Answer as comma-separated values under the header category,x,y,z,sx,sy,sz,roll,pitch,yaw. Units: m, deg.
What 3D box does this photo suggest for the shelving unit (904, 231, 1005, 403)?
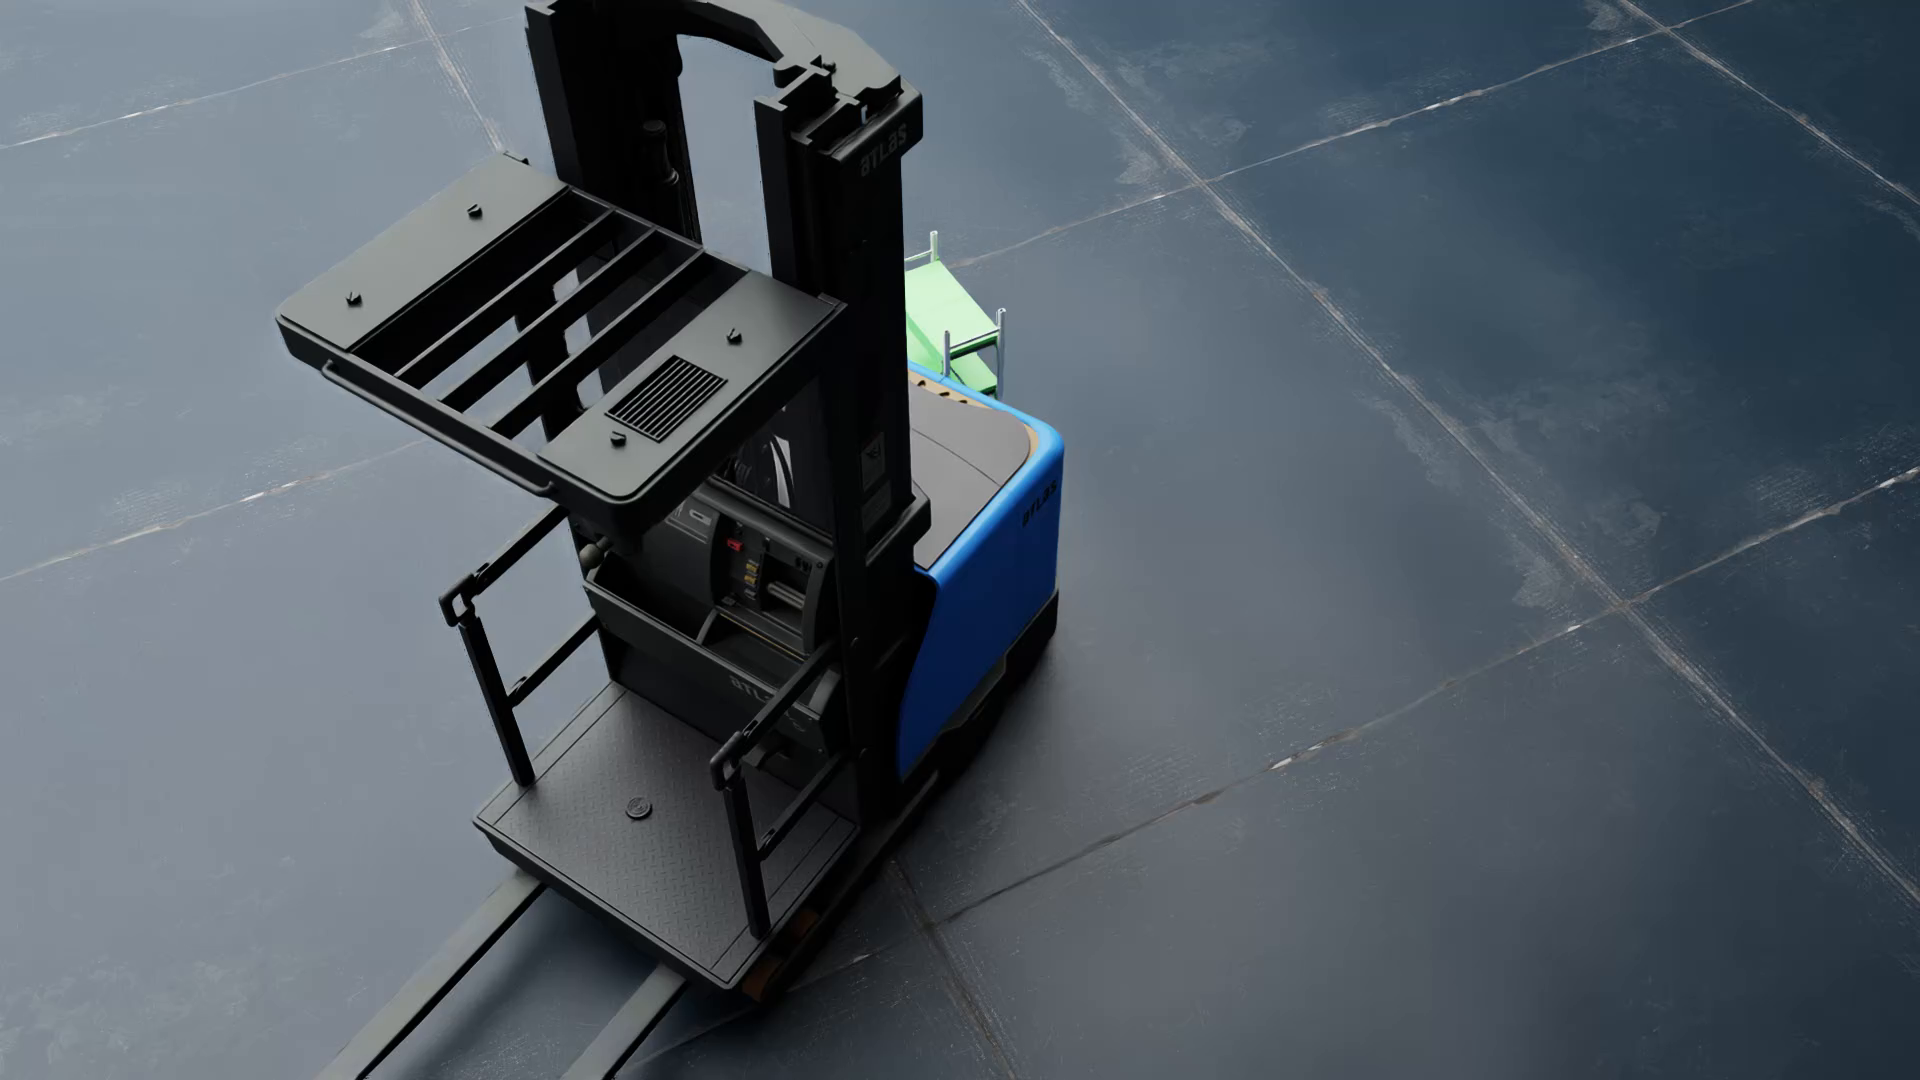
category,x,y,z,sx,sy,sz,roll,pitch,yaw
shelving unit,-0.070,-0.517,6.298,0.258,1.200,0.503,-23,53,-19

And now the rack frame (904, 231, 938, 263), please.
category,x,y,z,sx,sy,sz,roll,pitch,yaw
rack frame,-0.189,-0.677,6.438,0.240,1.200,0.015,-23,53,-19

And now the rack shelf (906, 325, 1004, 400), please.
category,x,y,z,sx,sy,sz,roll,pitch,yaw
rack shelf,-0.070,-0.633,6.165,0.258,0.148,0.480,-23,53,-19

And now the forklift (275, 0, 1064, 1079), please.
category,x,y,z,sx,sy,sz,roll,pitch,yaw
forklift,-0.875,0.101,4.607,1.130,2.935,3.031,27,54,22

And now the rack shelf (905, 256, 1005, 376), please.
category,x,y,z,sx,sy,sz,roll,pitch,yaw
rack shelf,-0.070,-0.791,5.985,0.258,0.148,0.480,-23,53,-19

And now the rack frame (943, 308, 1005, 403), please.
category,x,y,z,sx,sy,sz,roll,pitch,yaw
rack frame,0.049,-0.357,6.157,0.240,1.200,0.015,-23,53,-19
